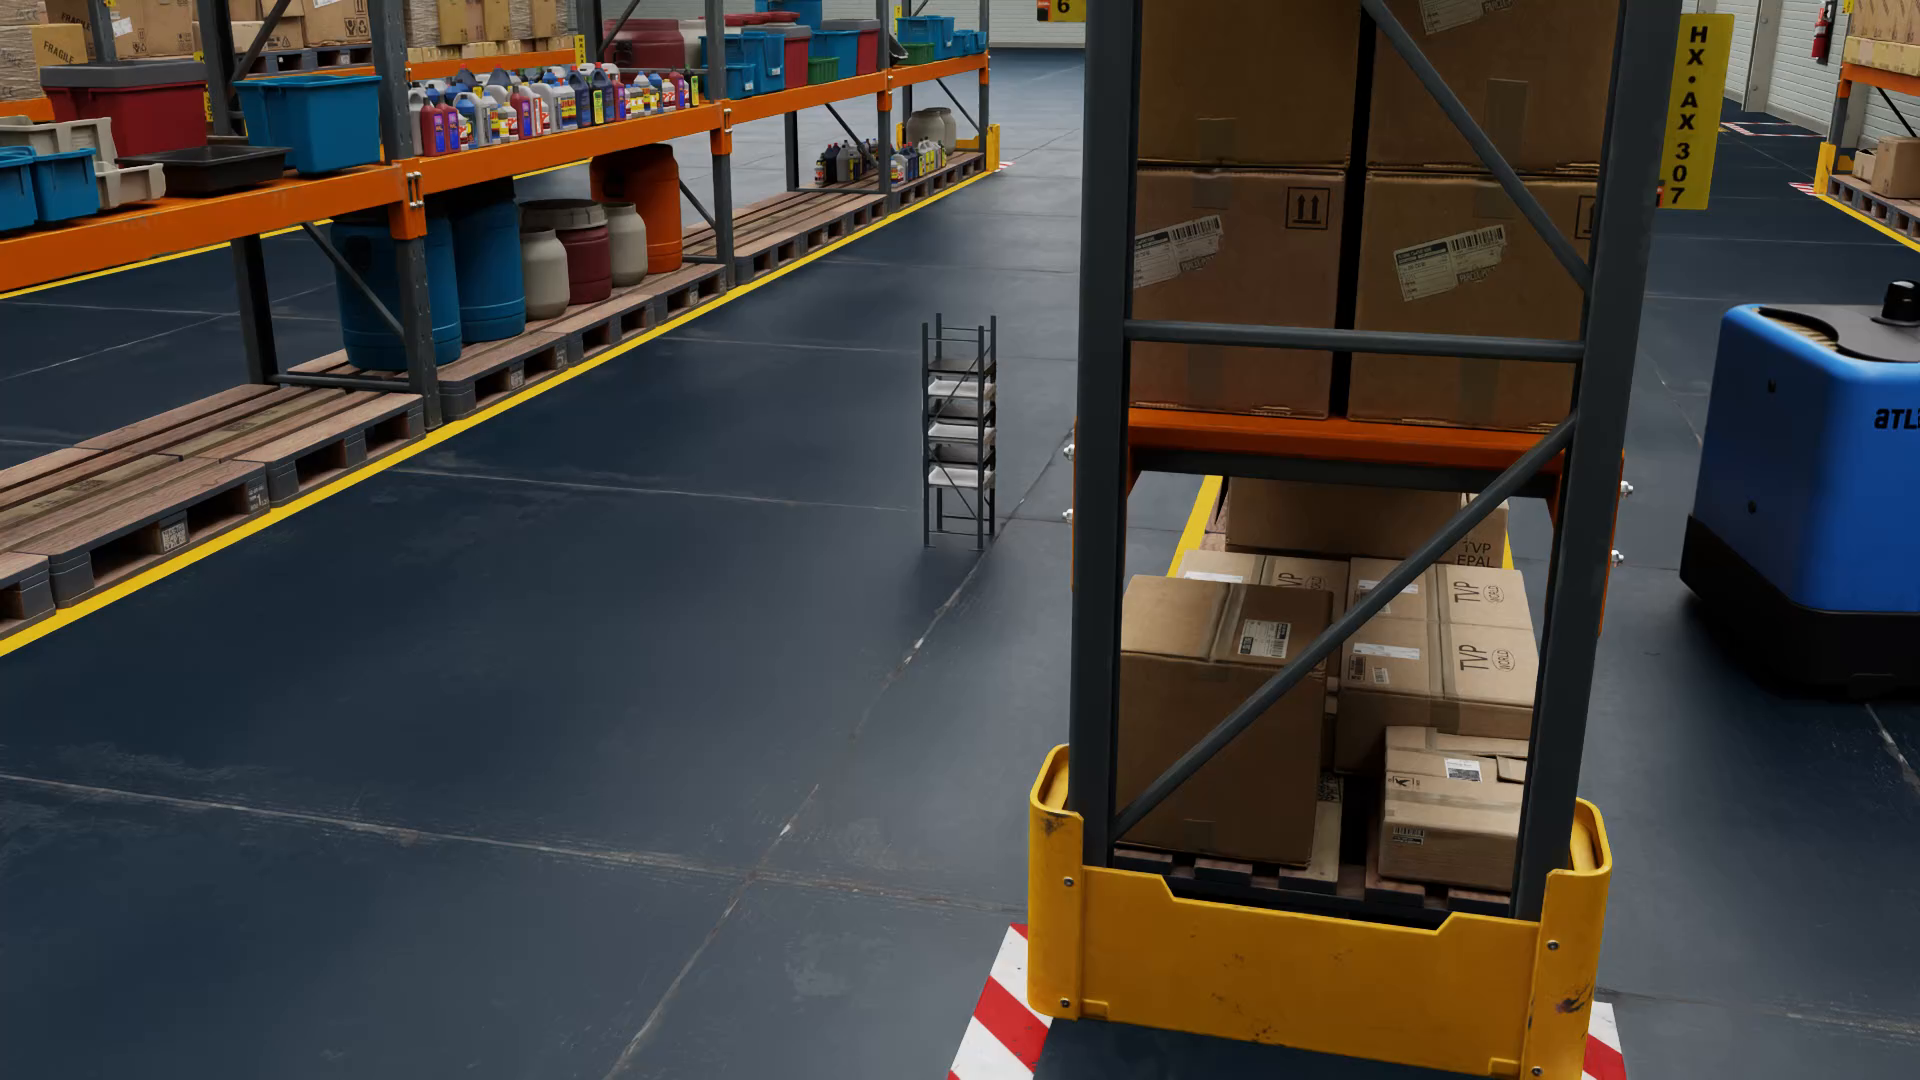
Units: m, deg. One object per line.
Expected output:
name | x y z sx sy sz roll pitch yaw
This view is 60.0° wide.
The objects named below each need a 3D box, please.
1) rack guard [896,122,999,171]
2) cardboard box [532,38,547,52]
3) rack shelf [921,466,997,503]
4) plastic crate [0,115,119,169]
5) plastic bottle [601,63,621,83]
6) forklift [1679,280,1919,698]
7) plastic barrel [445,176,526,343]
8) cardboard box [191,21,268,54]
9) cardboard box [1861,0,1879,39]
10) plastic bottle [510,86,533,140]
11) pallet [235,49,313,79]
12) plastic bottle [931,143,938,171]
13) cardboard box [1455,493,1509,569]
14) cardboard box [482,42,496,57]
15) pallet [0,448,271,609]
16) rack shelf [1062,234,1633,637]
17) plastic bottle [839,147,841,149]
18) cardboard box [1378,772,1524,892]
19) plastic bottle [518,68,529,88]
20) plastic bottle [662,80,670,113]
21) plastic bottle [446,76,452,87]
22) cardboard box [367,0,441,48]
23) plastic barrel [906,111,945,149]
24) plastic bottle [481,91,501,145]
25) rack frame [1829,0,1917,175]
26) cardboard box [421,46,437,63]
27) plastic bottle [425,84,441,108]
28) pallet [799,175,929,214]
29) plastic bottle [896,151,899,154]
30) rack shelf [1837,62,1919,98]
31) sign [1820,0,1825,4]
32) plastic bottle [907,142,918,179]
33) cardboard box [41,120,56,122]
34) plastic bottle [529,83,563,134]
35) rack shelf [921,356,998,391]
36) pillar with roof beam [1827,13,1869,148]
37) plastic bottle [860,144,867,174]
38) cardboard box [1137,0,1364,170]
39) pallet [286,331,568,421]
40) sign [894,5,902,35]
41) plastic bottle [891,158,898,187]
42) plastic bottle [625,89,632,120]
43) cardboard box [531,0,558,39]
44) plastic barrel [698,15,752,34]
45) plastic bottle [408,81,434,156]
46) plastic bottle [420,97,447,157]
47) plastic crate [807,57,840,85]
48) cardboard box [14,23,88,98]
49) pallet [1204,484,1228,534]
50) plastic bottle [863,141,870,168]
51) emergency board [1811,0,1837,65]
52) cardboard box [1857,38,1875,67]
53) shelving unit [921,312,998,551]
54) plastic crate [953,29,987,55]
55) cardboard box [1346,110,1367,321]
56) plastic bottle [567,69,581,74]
rack guard | -0.141 -4.563 19.274 1.175 0.500 0.348 5 19 13
cardboard box | -4.989 -5.702 19.130 0.380 0.149 0.250 5 19 13
rack shelf | -0.002 -0.221 6.604 0.258 0.077 0.200 5 19 13
plastic crate | -3.651 -1.521 6.590 0.437 0.282 0.530 5 19 13
plastic bottle | -2.394 -3.085 11.272 0.152 0.276 0.135 5 19 13
forklift | 4.108 -1.013 5.118 3.031 2.935 1.130 1 19 3
plastic barrel | -2.777 -1.609 9.355 0.600 0.901 0.708 5 19 13
cardboard box | -6.293 -4.292 14.196 0.500 0.250 0.500 4 19 12
cardboard box | 8.901 -5.005 15.740 0.500 0.500 0.500 5 19 14
plastic bottle | -2.379 -2.317 9.010 0.061 0.283 0.133 5 19 13
pallet | -6.481 -4.190 14.611 1.003 0.211 1.213 5 19 13
plastic bottle | -0.313 -3.962 17.181 0.152 0.276 0.135 4 19 12
cardboard box | 1.655 -0.120 5.877 0.500 0.311 0.500 5 19 13
cardboard box | -5.250 -5.307 17.973 0.380 0.149 0.250 5 19 13
pallet | -3.538 -0.076 6.583 1.003 0.211 1.213 5 19 13
rack shelf | 1.214 -0.653 5.071 1.077 0.370 4.000 5 19 13
plastic bottle | -1.221 -3.782 16.641 0.061 0.283 0.133 6 20 17
cardboard box | 1.161 0.670 3.814 0.380 0.149 0.250 5 19 13
plastic bottle | -2.788 -2.845 10.557 0.061 0.283 0.133 5 19 13
plastic bottle | -1.933 -2.874 10.769 0.097 0.201 0.097 0 19 0
plastic bottle | -3.002 -2.570 9.751 0.061 0.283 0.133 5 19 13
cardboard box | -5.778 -5.235 16.759 0.875 0.500 0.500 5 19 13
plastic barrel | -0.377 -4.426 18.203 0.421 0.512 0.421 0 19 0
plastic bottle | -2.473 -2.215 8.732 0.097 0.271 0.097 0 19 0
rack frame | 9.439 -4.991 16.660 1.000 3.000 0.127 5 19 13
cardboard box | -5.530 -4.913 16.820 0.380 0.149 0.250 5 19 13
plastic bottle | -2.946 -2.411 9.306 0.097 0.271 0.097 0 19 0
pallet | -0.940 -3.407 16.337 1.003 0.211 1.213 5 19 13
plastic bottle | -0.627 -3.712 16.455 0.097 0.271 0.097 0 19 0
rack shelf | 8.950 -4.024 14.941 1.077 0.370 4.000 5 19 13
sign | 12.439 -7.788 23.972 0.001 0.109 0.331 5 19 13
plastic bottle | -0.499 -3.754 16.455 0.144 0.351 0.185 4 19 11
cardboard box | -10.511 -4.719 18.501 0.875 0.875 0.875 5 19 14
plastic bottle | -2.334 -2.432 9.358 0.152 0.276 0.135 5 19 13
rack shelf | -0.002 -0.647 6.458 0.258 0.077 0.200 5 19 13
pillar with roof beam | 7.398 -9.763 21.349 9.100 9.000 0.400 5 19 13
plastic bottle | -0.994 -3.871 16.902 0.061 0.283 0.133 5 19 13
cardboard box | 0.568 -1.048 3.414 0.500 0.500 0.500 4 19 13
pallet | -2.871 -0.931 9.088 1.003 0.211 1.213 5 19 13
sign | -0.700 -5.949 19.037 0.100 0.325 0.005 5 19 13
plastic bottle | -0.642 -3.502 15.841 0.097 0.271 0.097 0 19 0
plastic bottle | -2.076 -2.691 10.233 0.097 0.201 0.097 0 19 0
cardboard box | -5.137 -6.016 19.046 0.875 0.500 0.500 5 19 13
plastic barrel | -1.876 -3.936 13.360 0.433 0.535 0.433 0 19 0
plastic bottle | -2.689 -2.086 8.232 0.144 0.351 0.185 5 19 13
plastic bottle | -2.596 -2.038 8.195 0.061 0.283 0.133 5 19 13
plastic crate | -1.297 -3.851 13.651 0.450 0.188 0.662 5 19 13
cardboard box | -6.805 -3.530 12.228 0.500 0.500 0.500 5 20 15
pallet | 1.534 -0.085 6.611 1.003 0.211 1.213 5 19 13
plastic bottle | -0.997 -4.040 17.414 0.097 0.271 0.097 0 19 0
emergency board | 12.214 -7.356 23.582 0.194 1.169 0.643 5 19 13
cardboard box | 8.899 -4.638 15.827 0.500 0.250 0.500 4 19 12
shelving unit | -0.002 -0.423 6.535 0.258 0.900 0.210 5 19 13
plastic crate | 0.000 -5.523 18.446 0.499 0.251 0.616 5 19 13
cardboard box | 0.821 -0.894 4.511 0.500 0.500 0.500 5 19 14
plastic bottle | -2.596 -3.061 11.208 0.097 0.271 0.097 0 19 0
